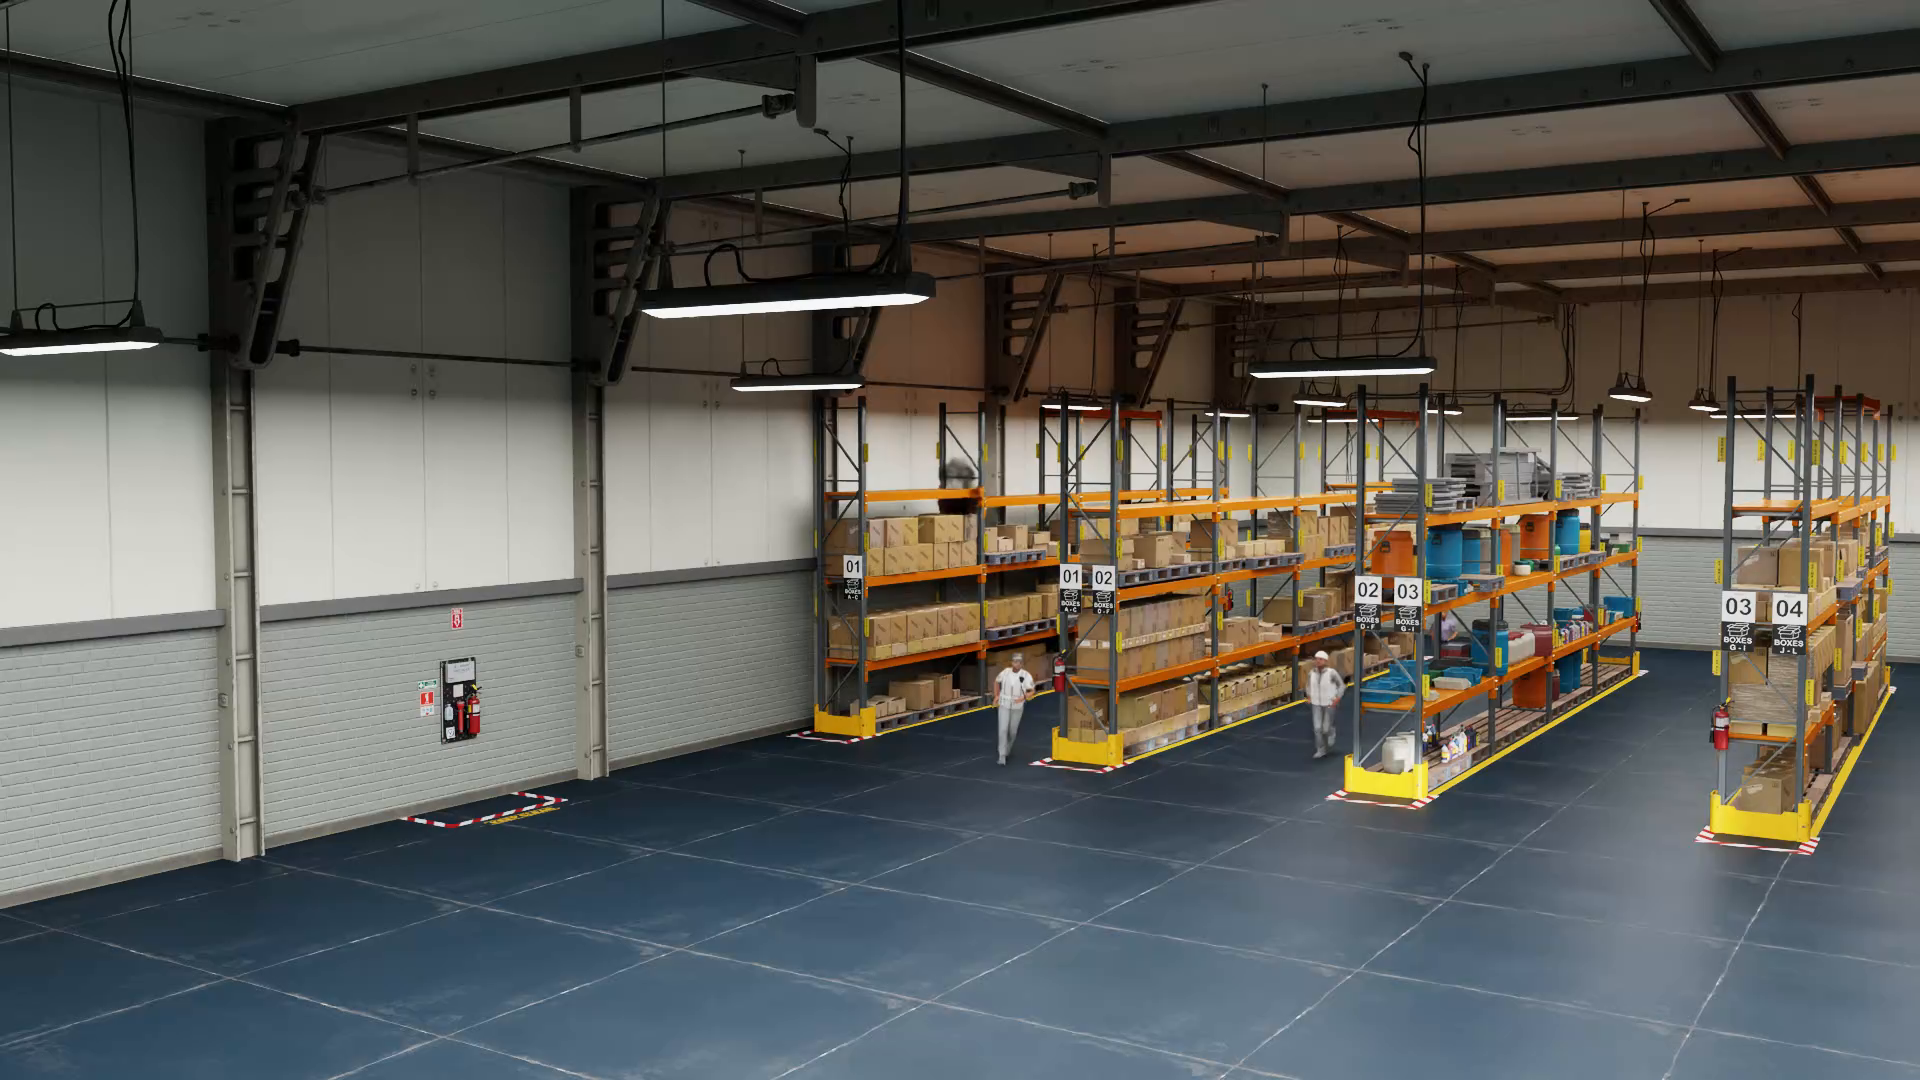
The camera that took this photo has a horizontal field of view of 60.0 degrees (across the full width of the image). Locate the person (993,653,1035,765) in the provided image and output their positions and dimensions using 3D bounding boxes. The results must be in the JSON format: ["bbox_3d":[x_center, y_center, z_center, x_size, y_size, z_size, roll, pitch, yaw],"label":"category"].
[{"bbox_3d":[0.879,2.716,27.044,0.680,1.781,0.811,0,3,3],"label":"person"}]

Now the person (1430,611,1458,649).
[{"bbox_3d":[10.553,2.296,36.328,0.594,1.601,0.537,2,3,27],"label":"person"}]

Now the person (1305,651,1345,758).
[{"bbox_3d":[6.030,2.699,27.451,0.668,1.756,0.651,2,4,32],"label":"person"}]
